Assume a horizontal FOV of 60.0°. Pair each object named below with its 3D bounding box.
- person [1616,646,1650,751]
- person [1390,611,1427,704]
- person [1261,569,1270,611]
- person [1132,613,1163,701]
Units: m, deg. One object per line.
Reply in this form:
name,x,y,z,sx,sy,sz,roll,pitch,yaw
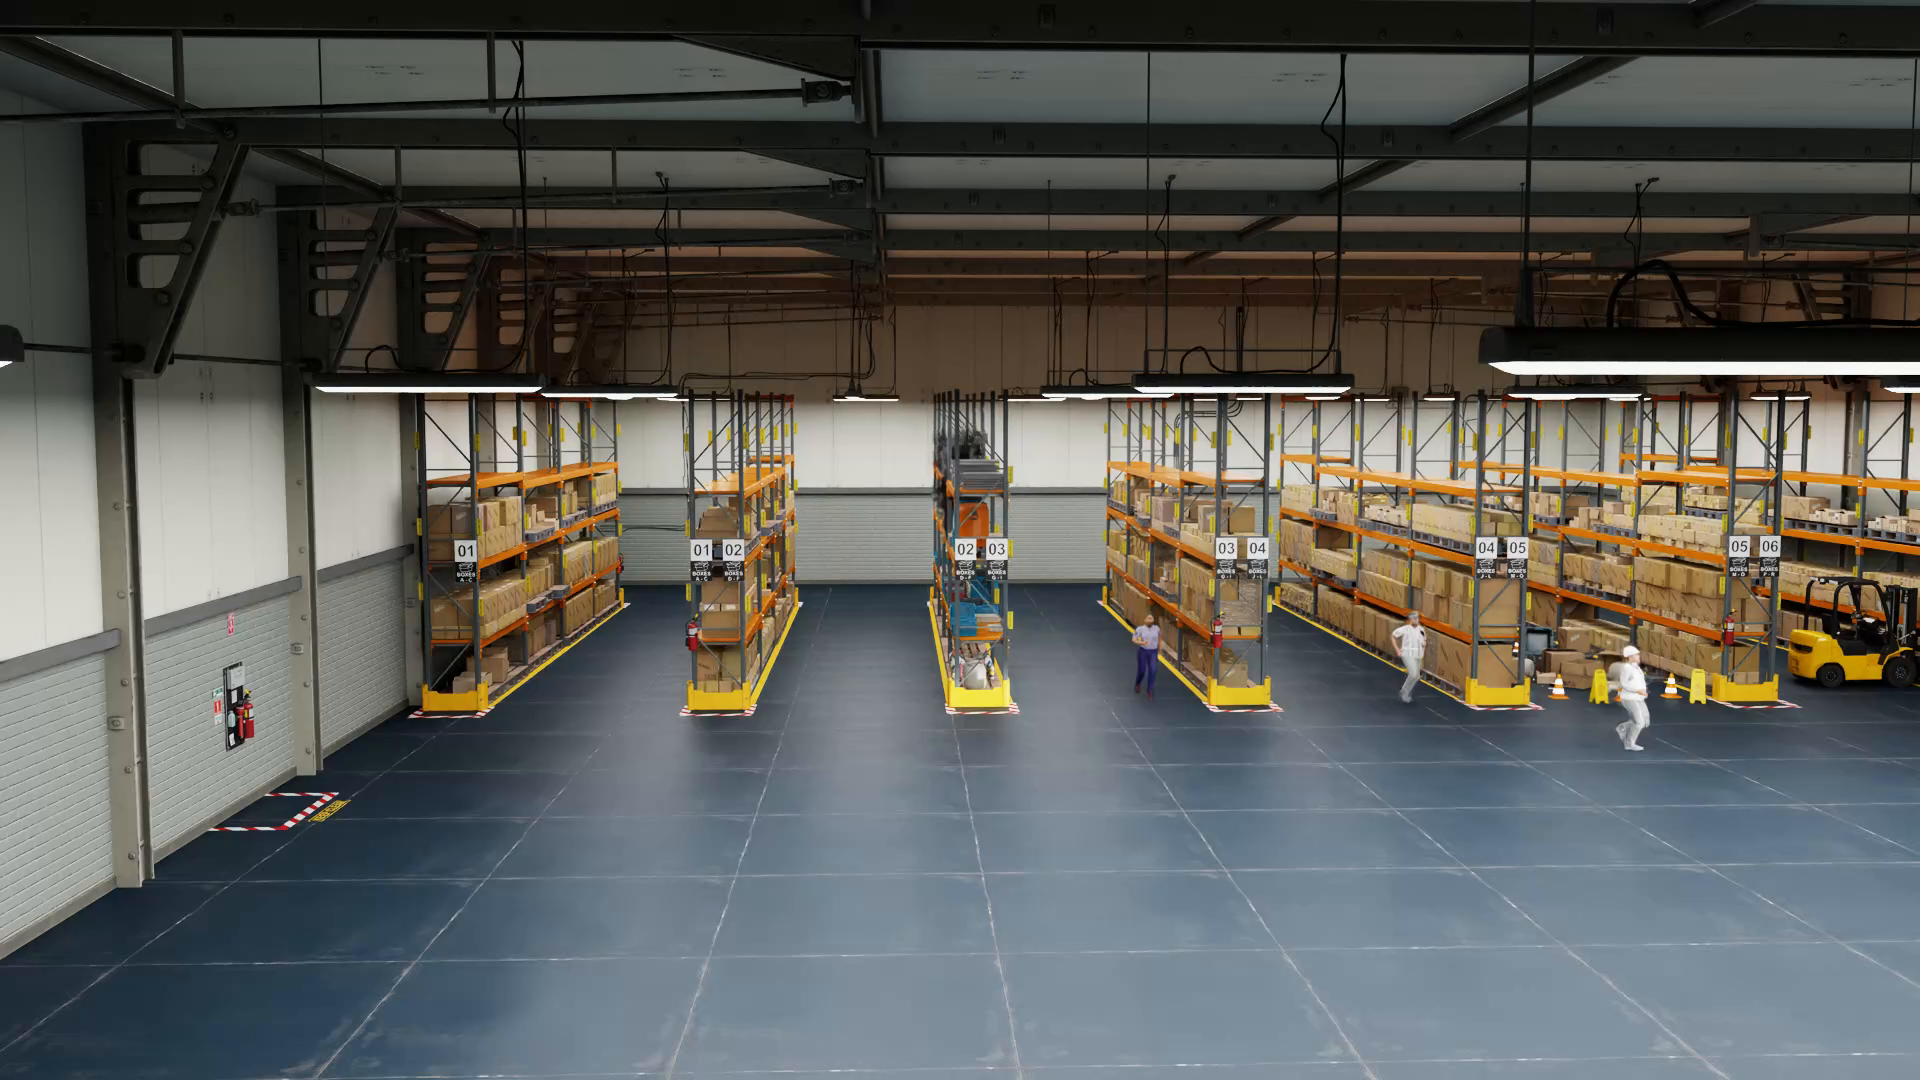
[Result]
person,11.147,2.617,27.527,0.604,1.722,0.656,4,6,41
person,8.706,2.251,31.977,0.649,1.789,0.629,-2,5,-26
person,8.128,1.213,44.986,0.574,1.746,0.829,0,5,-1
person,3.662,2.293,32.454,0.653,1.567,0.874,-1,5,-7
